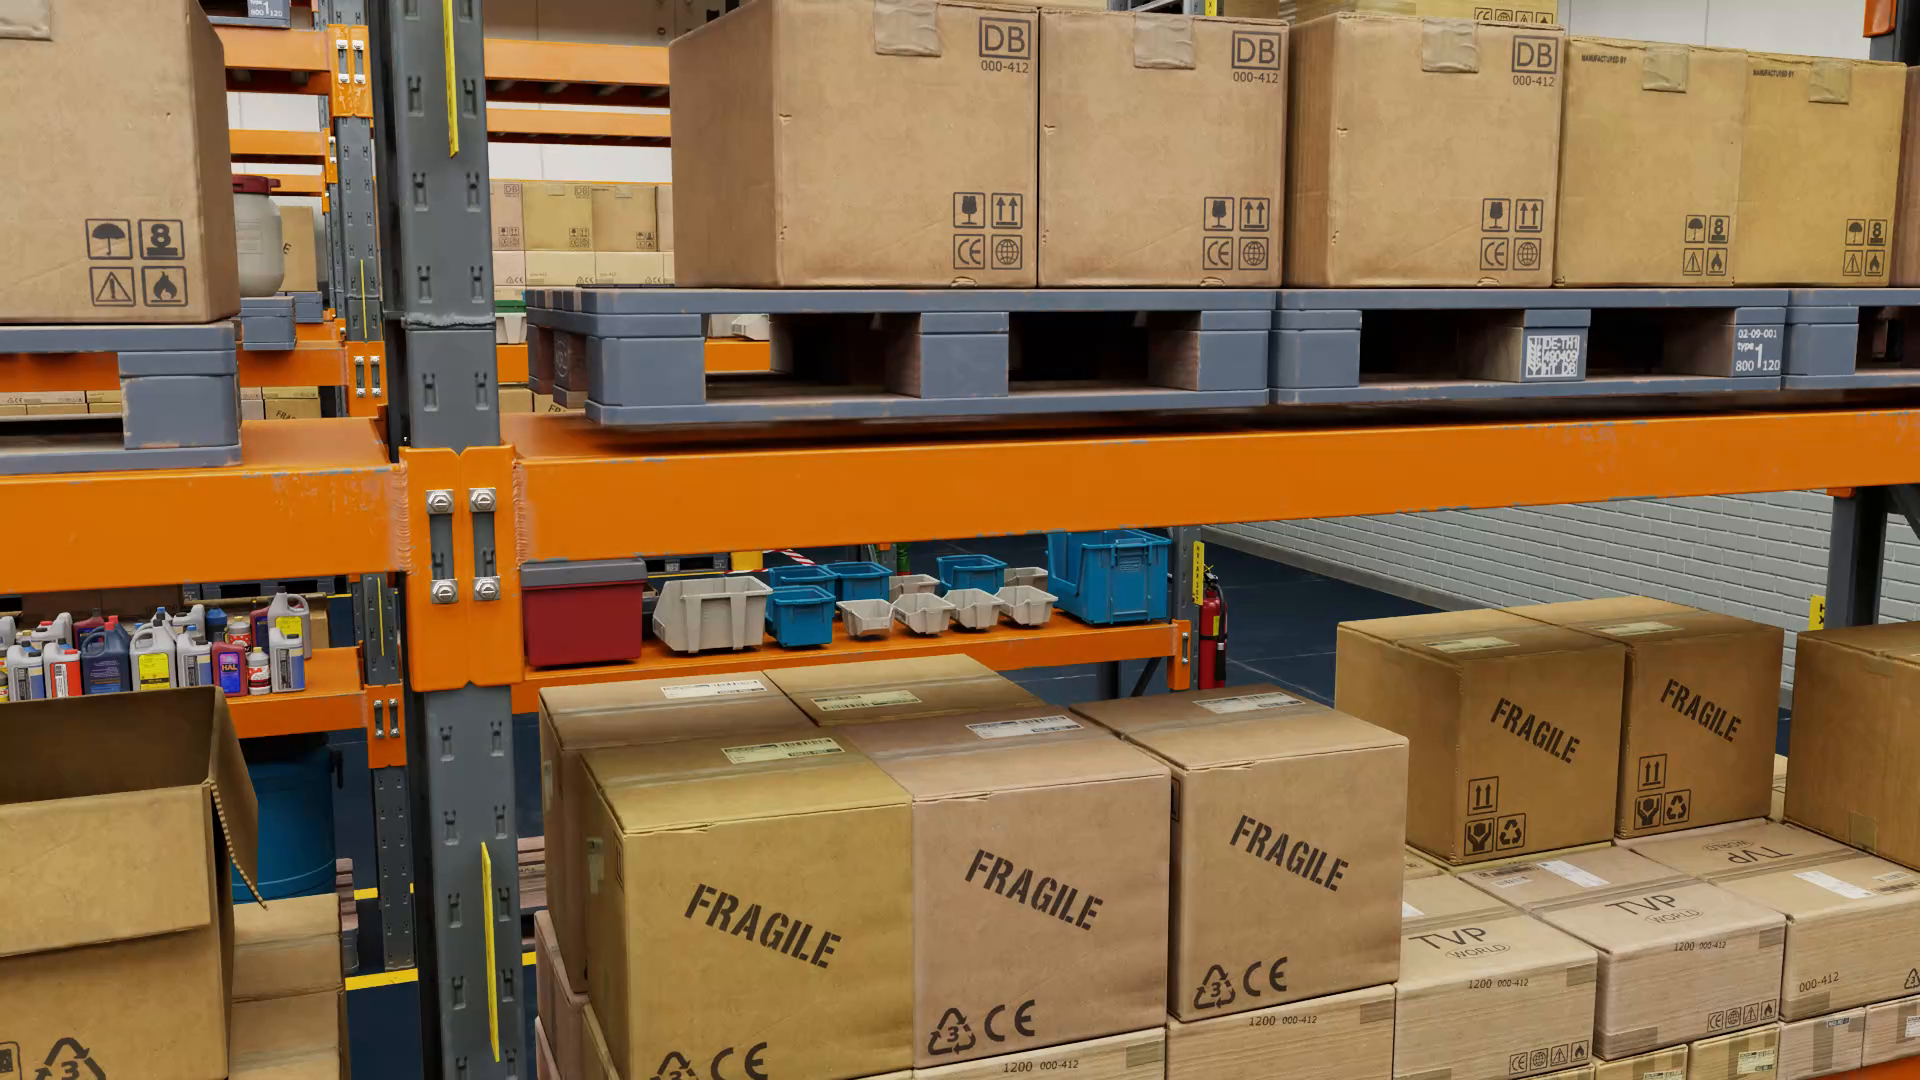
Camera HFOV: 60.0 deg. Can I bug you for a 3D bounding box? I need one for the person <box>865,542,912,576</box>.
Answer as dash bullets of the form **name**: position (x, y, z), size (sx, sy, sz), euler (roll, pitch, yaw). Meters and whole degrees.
- **person**: position (-0.689, -0.227, 15.777), size (0.606, 1.778, 0.453), euler (-3, 9, -21)
